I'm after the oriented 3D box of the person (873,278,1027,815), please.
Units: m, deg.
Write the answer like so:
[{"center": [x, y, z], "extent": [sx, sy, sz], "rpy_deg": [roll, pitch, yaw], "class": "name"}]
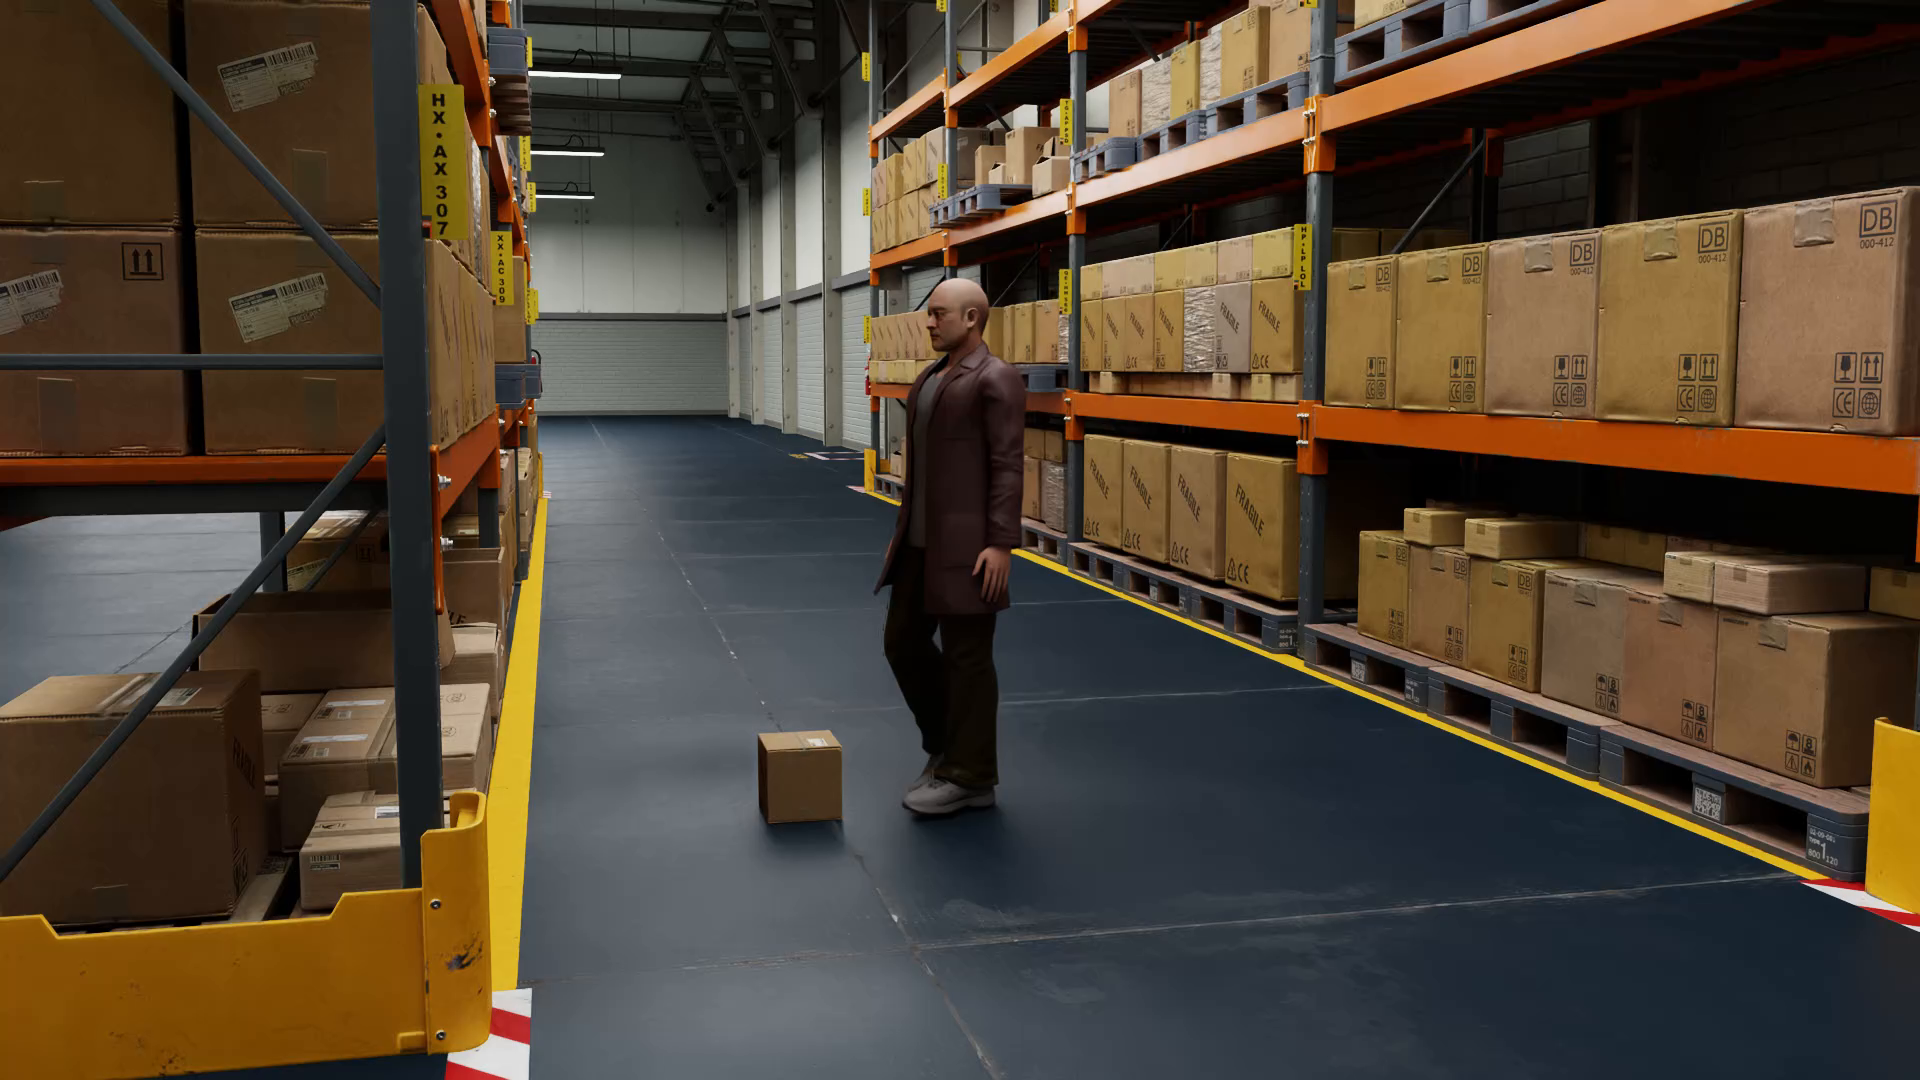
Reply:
[{"center": [-0.021, 0.028, 5.646], "extent": [0.515, 1.816, 0.620], "rpy_deg": [-4, 7, -31], "class": "person"}]
